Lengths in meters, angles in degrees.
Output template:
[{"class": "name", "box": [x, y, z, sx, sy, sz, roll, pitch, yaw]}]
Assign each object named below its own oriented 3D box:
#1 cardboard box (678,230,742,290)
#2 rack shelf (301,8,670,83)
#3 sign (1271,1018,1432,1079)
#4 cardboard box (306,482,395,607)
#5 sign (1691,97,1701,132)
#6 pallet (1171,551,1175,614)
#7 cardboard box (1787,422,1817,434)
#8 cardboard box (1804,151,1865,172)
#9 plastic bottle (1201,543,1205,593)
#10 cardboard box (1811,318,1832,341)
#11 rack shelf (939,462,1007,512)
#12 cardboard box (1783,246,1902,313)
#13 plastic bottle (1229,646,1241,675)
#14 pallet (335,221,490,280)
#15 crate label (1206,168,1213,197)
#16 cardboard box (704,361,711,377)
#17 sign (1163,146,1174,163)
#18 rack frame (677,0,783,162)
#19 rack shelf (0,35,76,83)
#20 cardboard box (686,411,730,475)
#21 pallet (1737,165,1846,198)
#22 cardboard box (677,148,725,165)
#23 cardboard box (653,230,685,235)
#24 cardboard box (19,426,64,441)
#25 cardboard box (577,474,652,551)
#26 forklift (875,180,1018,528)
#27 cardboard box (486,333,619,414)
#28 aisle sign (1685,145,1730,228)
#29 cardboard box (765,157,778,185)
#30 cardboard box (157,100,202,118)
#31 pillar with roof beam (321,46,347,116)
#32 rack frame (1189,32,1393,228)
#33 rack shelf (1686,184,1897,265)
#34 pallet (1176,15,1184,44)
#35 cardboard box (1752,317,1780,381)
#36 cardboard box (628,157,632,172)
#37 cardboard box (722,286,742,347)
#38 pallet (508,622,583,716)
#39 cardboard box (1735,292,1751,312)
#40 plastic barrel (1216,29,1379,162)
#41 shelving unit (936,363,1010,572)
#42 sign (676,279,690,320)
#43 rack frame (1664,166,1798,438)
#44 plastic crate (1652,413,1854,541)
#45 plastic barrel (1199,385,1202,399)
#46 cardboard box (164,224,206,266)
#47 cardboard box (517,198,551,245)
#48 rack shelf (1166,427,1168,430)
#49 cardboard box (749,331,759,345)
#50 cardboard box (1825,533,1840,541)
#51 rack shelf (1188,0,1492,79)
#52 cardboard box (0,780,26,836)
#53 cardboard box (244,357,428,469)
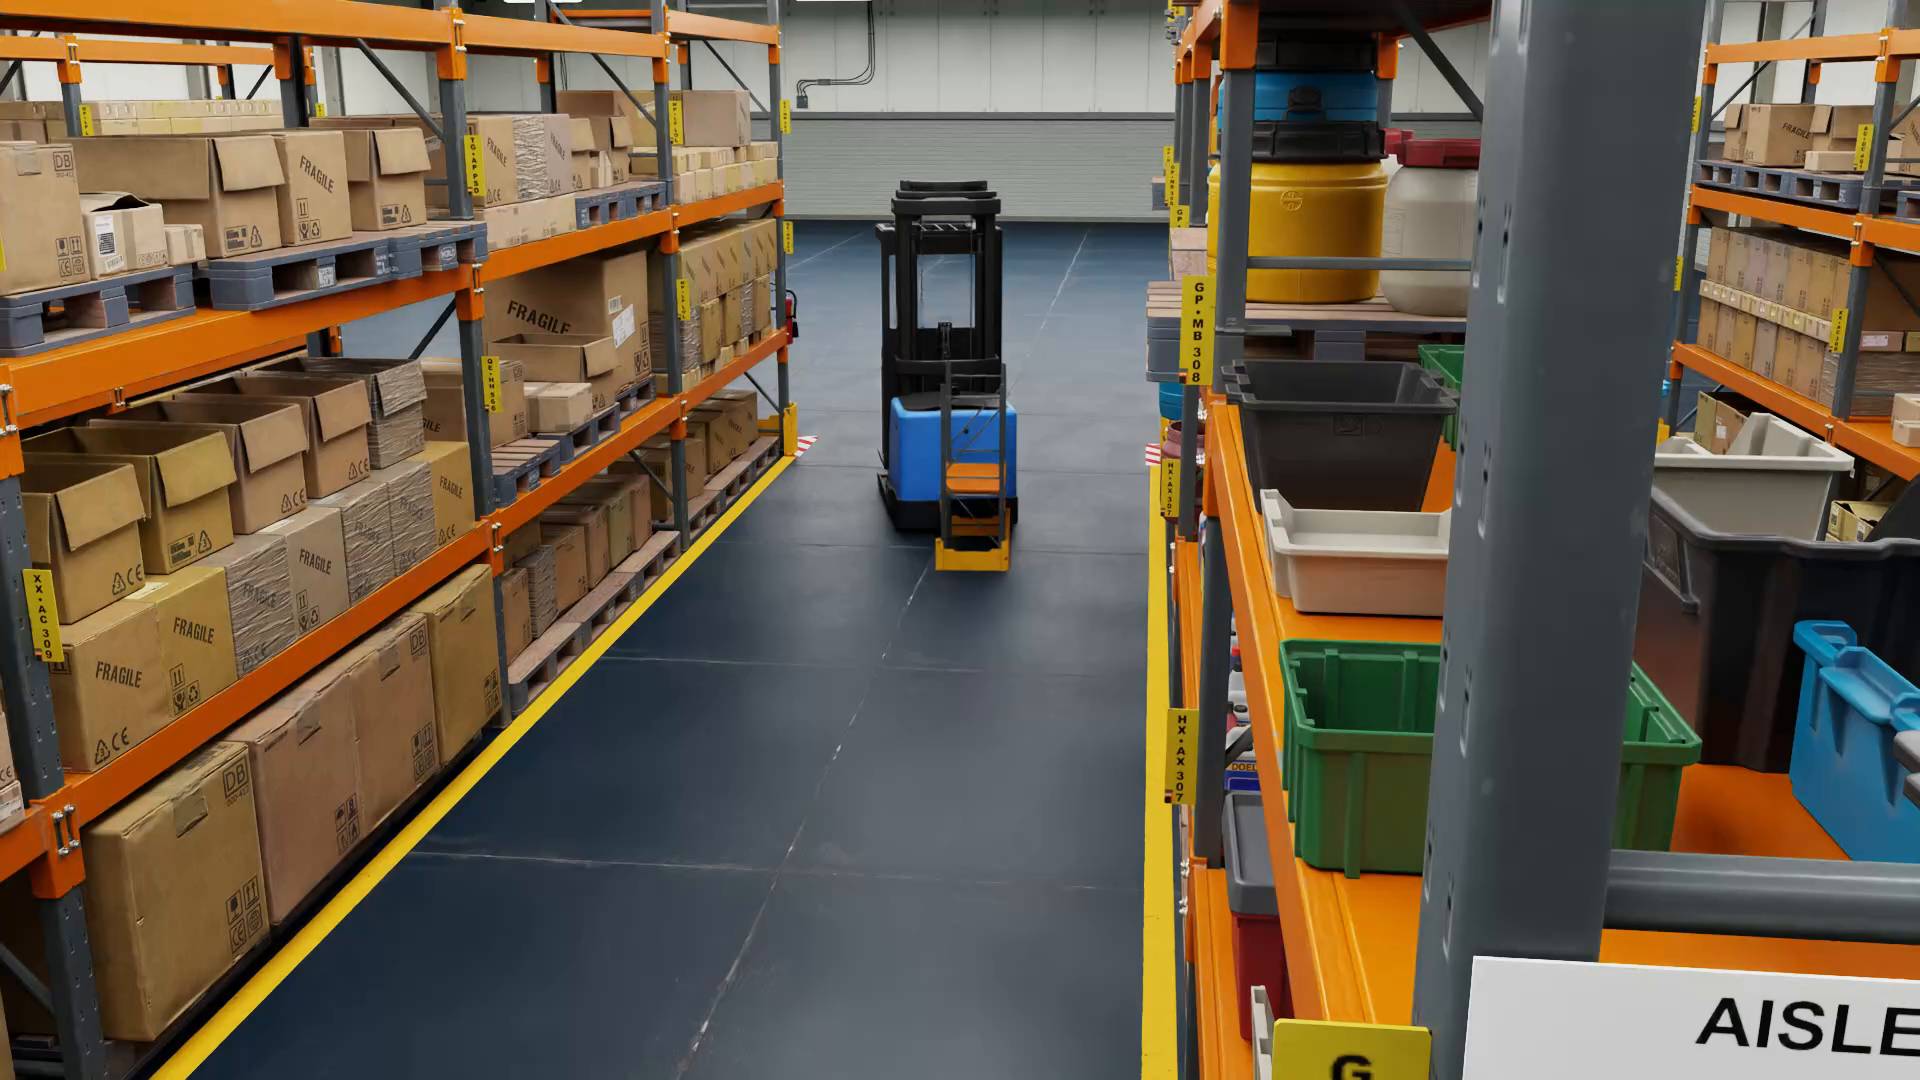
[{"class": "cardboard box", "box": [-2.303, -2.550, 15.168, 0.500, 0.500, 0.500, 2, 15, 6]}, {"class": "rack shelf", "box": [-2.989, -3.214, 10.951, 1.077, 0.370, 4.000, 2, 15, 6]}, {"class": "sign", "box": [0.255, 0.472, 1.123, 0.100, 0.325, 0.005, 2, 15, 6]}, {"class": "cardboard box", "box": [-3.142, 0.012, 8.180, 0.500, 0.500, 0.500, 1, 15, 4]}, {"class": "sign", "box": [6.980, -4.047, 15.811, 0.100, 0.325, 0.005, 2, 15, 6]}, {"class": "pallet", "box": [2.108, 0.320, 12.573, 1.003, 0.211, 1.213, 2, 15, 6]}, {"class": "cardboard box", "box": [7.035, -0.707, 14.057, 0.500, 0.500, 0.500, 2, 15, 6]}, {"class": "cardboard box", "box": [6.944, -3.002, 13.179, 0.380, 0.149, 0.250, 2, 15, 6]}, {"class": "plastic bottle", "box": [1.224, 0.119, 8.198, 0.061, 0.283, 0.133, 2, 15, 6]}, {"class": "cardboard box", "box": [6.954, -1.654, 13.099, 0.380, 0.149, 0.250, 1, 15, 5]}, {"class": "rack shelf", "box": [0.117, -0.445, 13.625, 0.538, 0.185, 1.000, 0, 15, 2]}, {"class": "cardboard box", "box": [7.236, -2.135, 13.633, 0.700, 0.500, 0.500, 2, 15, 6]}, {"class": "plastic bottle", "box": [1.055, 0.572, 6.395, 0.144, 0.351, 0.185, 2, 15, 6]}, {"class": "pallet", "box": [-3.235, -1.527, 8.679, 1.213, 0.211, 1.003, 2, 15, 9]}, {"class": "crate label", "box": [2.070, -3.169, 14.672, 0.502, 0.251, 0.408, 2, 15, 6]}, {"class": "cardboard box", "box": [-2.380, -1.497, 14.435, 0.380, 0.149, 0.250, 2, 15, 6]}, {"class": "sign", "box": [2.063, -3.738, 16.475, 0.100, 0.325, 0.005, 2, 15, 6]}, {"class": "rack frame", "box": [-2.312, -5.310, 16.560, 1.000, 3.000, 0.127, 2, 15, 6]}, {"class": "rack shelf", "box": [-7.906, -3.386, 11.588, 1.077, 0.370, 4.000, 2, 15, 6]}, {"class": "cardboard box", "box": [-2.522, -0.931, 15.842, 0.500, 0.500, 0.500, 3, 15, 11]}, {"class": "pallet", "box": [7.290, -3.027, 14.032, 1.003, 0.211, 1.213, 2, 15, 6]}, {"class": "cardboard box", "box": [-2.316, -3.427, 14.866, 0.380, 0.149, 0.250, 2, 15, 8]}, {"class": "cardboard box", "box": [-2.814, -2.565, 15.224, 0.500, 0.500, 0.500, 2, 15, 6]}, {"class": "cardboard box", "box": [-7.661, -0.502, 13.777, 1.050, 0.750, 0.750, 2, 15, 6]}, {"class": "cardboard box", "box": [-2.854, -0.224, 13.189, 0.700, 0.500, 0.500, 1, 15, 2]}, {"class": "forklift", "box": [-0.195, -1.849, 15.387, 1.130, 2.935, 3.031, -2, 15, -7]}, {"class": "cardboard box", "box": [-2.867, -1.177, 11.765, 0.797, 0.503, 0.637, 3, 15, 12]}, {"class": "aisle sign", "box": [7.234, -3.402, 16.017, 0.394, 0.787, 0.004, 2, 15, 6]}, {"class": "cardboard box", "box": [-2.114, -3.657, 16.481, 0.500, 0.250, 0.500, 2, 15, 8]}, {"class": "cardboard box", "box": [-7.159, -3.926, 15.146, 0.380, 0.149, 0.250, 2, 15, 6]}, {"class": "pillar with roof beam", "box": [-11.080, -11.691, 40.158, 9.100, 9.000, 0.400, 2, 15, 6]}, {"class": "rack frame", "box": [1.706, -3.089, 8.347, 1.000, 3.000, 0.127, 2, 15, 6]}, {"class": "rack shelf", "box": [7.305, -2.703, 14.044, 1.077, 0.370, 4.000, 2, 15, 6]}, {"class": "pallet", "box": [2.358, -4.374, 14.228, 1.003, 0.211, 1.213, 2, 15, 6]}, {"class": "cardboard box", "box": [7.293, -1.647, 14.316, 0.700, 0.500, 0.500, 2, 15, 8]}, {"class": "cardboard box", "box": [-2.893, -3.104, 13.672, 0.380, 0.149, 0.250, 2, 15, 7]}, {"class": "cardboard box", "box": [-2.506, -2.073, 15.321, 0.875, 0.500, 0.500, 2, 15, 6]}, {"class": "pallet", "box": [-3.125, 0.804, 10.783, 1.003, 0.211, 1.213, 2, 15, 6]}, {"class": "cardboard box", "box": [7.157, -2.119, 14.819, 0.380, 0.149, 0.250, 1, 15, 4]}, {"class": "plastic barrel", "box": [1.296, -1.496, 6.435, 0.600, 0.901, 0.708, 2, 15, 6]}, {"class": "shelving unit", "box": [0.116, -0.617, 13.569, 0.587, 1.500, 1.083, 0, 15, 2]}, {"class": "sign", "box": [-2.212, -1.920, 13.298, 0.100, 0.325, 0.005, 2, 15, 6]}, {"class": "rack frame", "box": [7.530, -2.121, 16.260, 1.000, 3.000, 0.127, 2, 15, 6]}, {"class": "plastic crate", "box": [1.361, -0.075, 3.173, 0.437, 0.282, 0.530, 2, 15, 6]}, {"class": "plastic barrel", "box": [1.700, -0.752, 10.937, 0.433, 0.535, 0.433, 0, 15, 0]}, {"class": "cardboard box", "box": [-3.349, -1.213, 6.831, 0.380, 0.149, 0.250, 1, 15, 4]}, {"class": "cardboard box", "box": [-2.851, -1.962, 10.213, 0.500, 0.250, 0.500, 2, 15, 8]}, {"class": "rack shelf", "box": [2.383, -1.402, 14.979, 1.077, 0.370, 4.000, 2, 15, 6]}, {"class": "cardboard box", "box": [-2.189, -2.017, 16.357, 0.380, 0.149, 0.250, 2, 15, 6]}, {"class": "cardboard box", "box": [6.787, 0.138, 12.368, 0.500, 0.250, 0.500, 1, 15, 5]}, {"class": "rack shelf", "box": [1.481, -2.030, 6.575, 1.077, 0.370, 4.000, 2, 15, 6]}, {"class": "cardboard box", "box": [-3.375, 0.908, 5.538, 0.380, 0.149, 0.250, 2, 15, 7]}, {"class": "cardboard box", "box": [-3.313, -0.682, 8.826, 0.797, 0.503, 0.637, 2, 15, 8]}]
